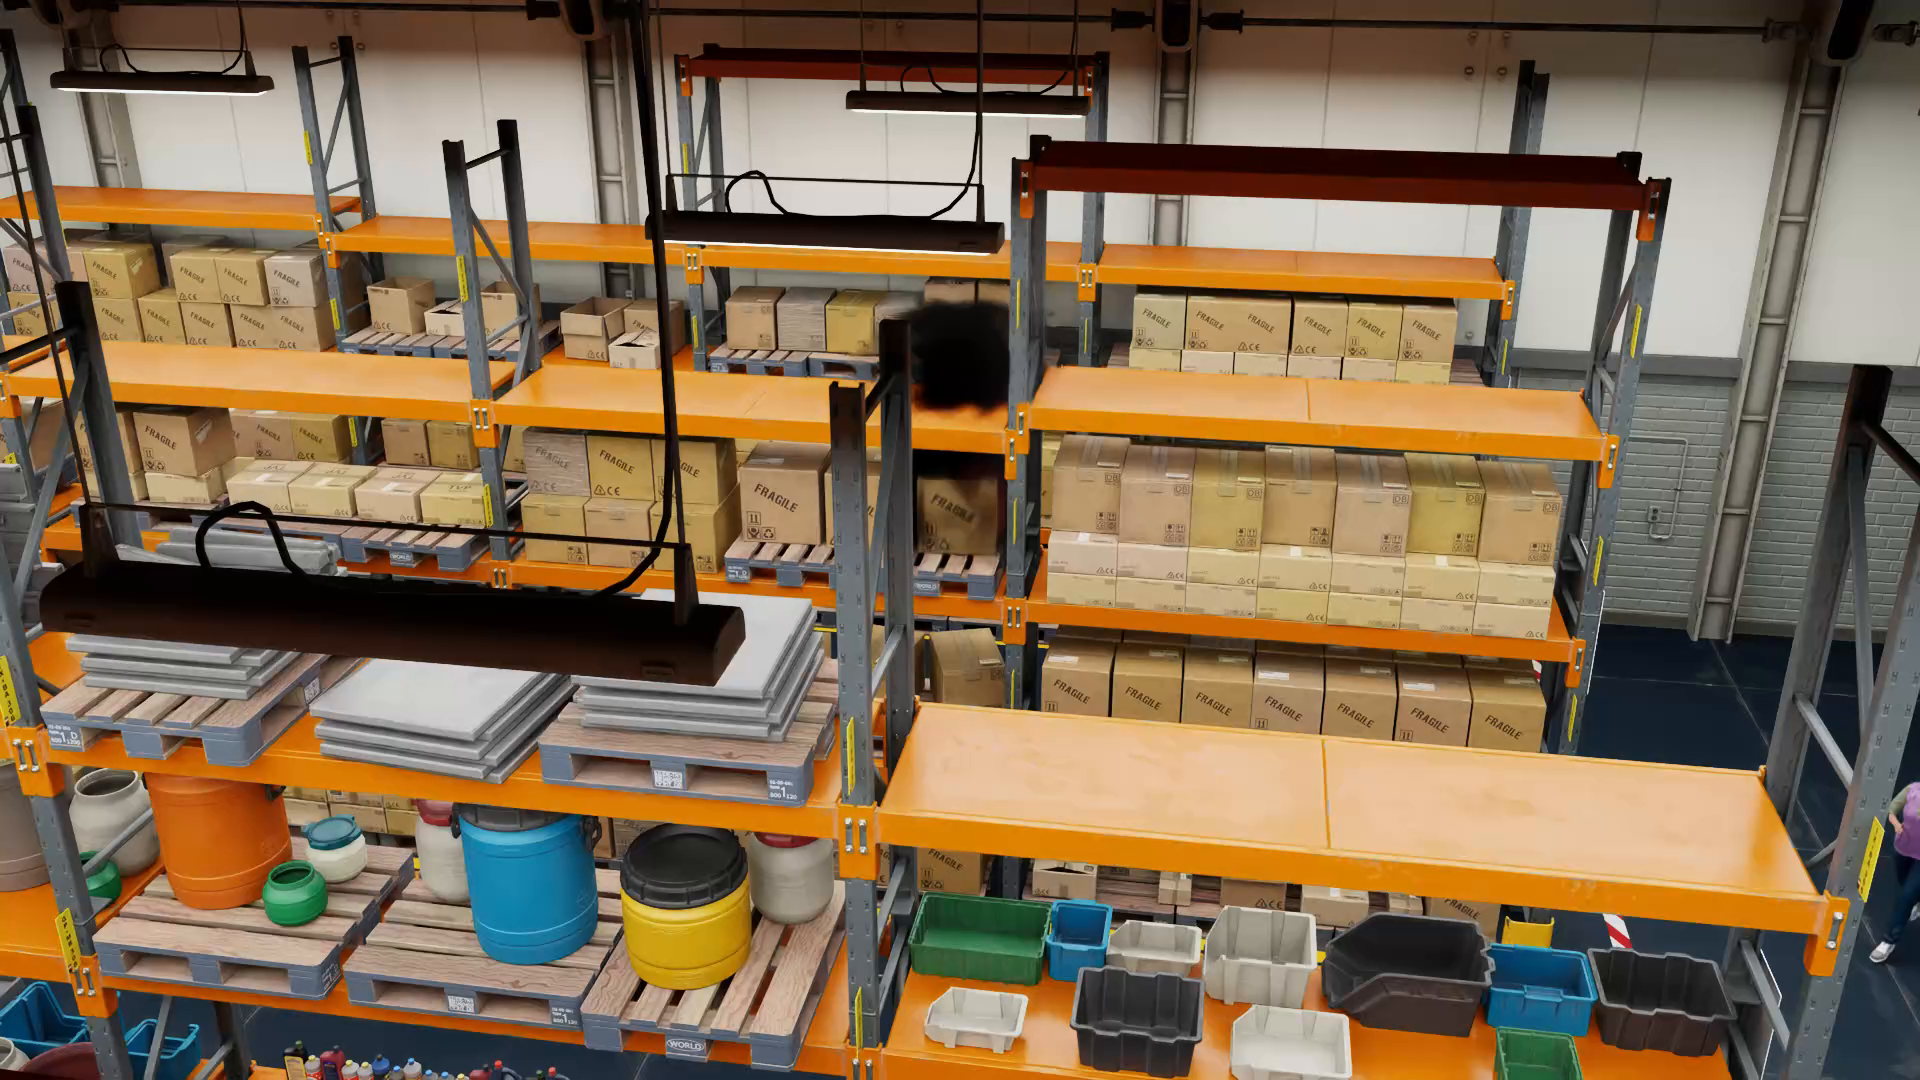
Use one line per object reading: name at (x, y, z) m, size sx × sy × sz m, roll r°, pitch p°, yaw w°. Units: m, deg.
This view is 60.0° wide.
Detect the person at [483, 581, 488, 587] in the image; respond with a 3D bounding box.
person at (-4.568, 0.494, 16.916) m, size 0.564 × 1.657 × 0.659 m, roll -6°, pitch 24°, yaw -13°

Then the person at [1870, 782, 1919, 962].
person at (7.294, 2.373, 12.649) m, size 0.888 × 1.592 × 0.558 m, roll -16°, pitch 28°, yaw -33°
